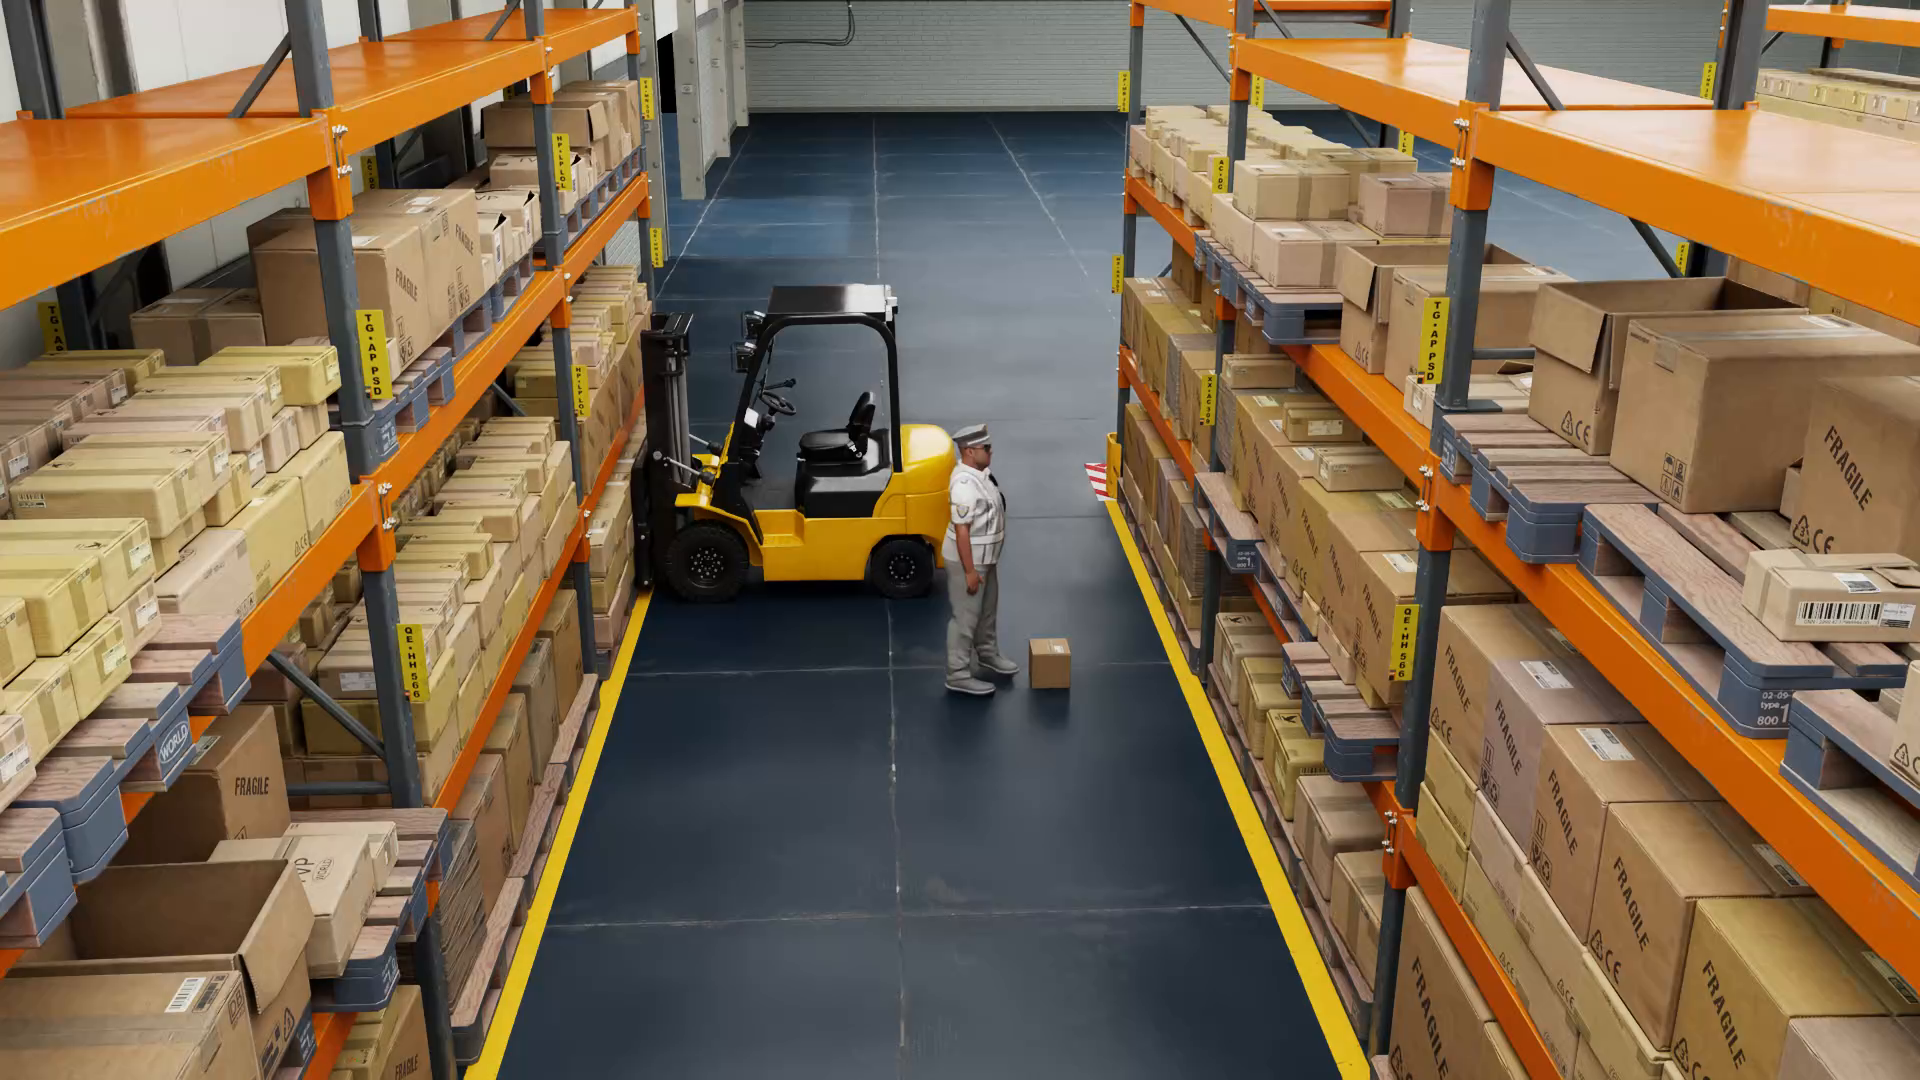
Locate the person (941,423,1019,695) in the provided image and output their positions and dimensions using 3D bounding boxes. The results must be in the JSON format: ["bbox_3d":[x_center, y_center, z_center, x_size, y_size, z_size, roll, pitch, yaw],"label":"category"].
[{"bbox_3d":[0.128,0.106,10.711,0.492,1.777,0.578,3,21,9],"label":"person"}]
